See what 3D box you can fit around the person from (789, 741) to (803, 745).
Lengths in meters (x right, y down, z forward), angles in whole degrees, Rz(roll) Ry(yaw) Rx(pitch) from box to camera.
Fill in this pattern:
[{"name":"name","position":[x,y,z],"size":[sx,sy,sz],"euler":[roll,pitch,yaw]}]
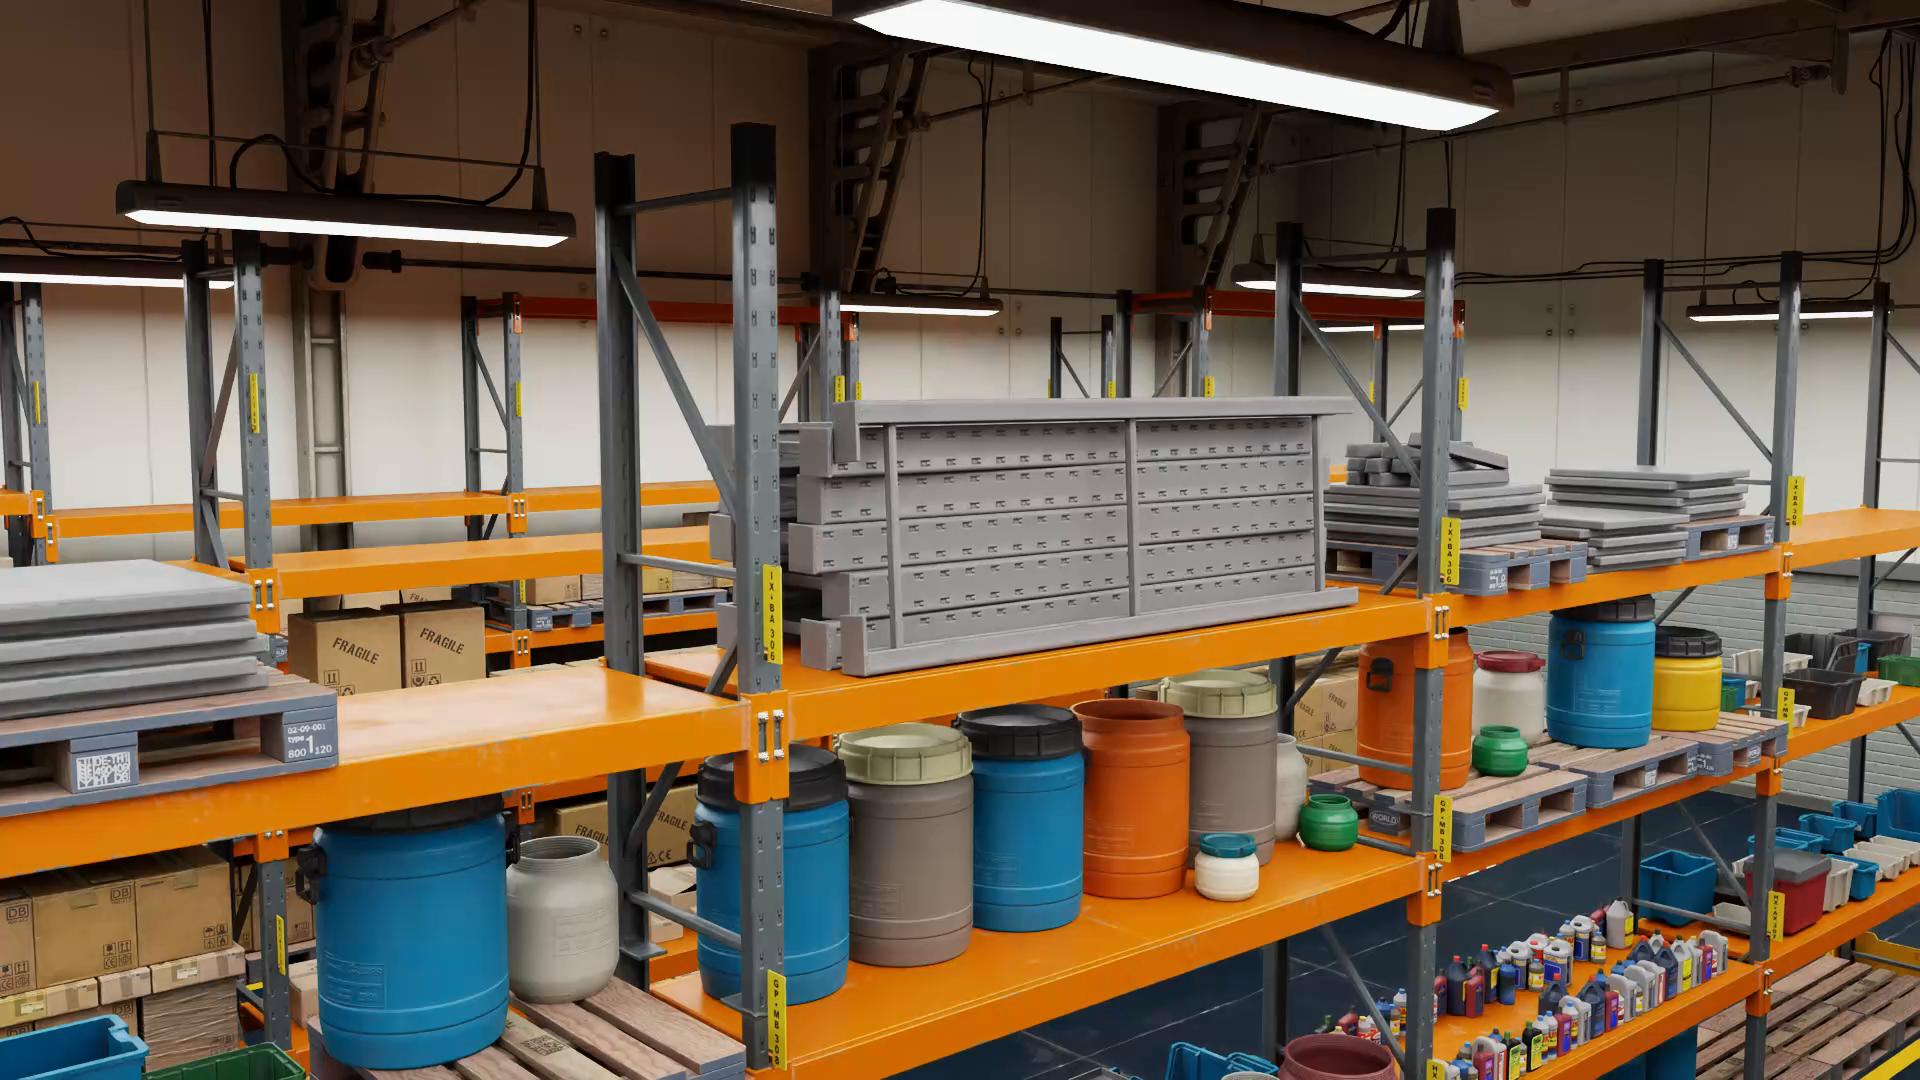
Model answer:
[{"name":"person","position":[-1.544,2.735,15.732],"size":[0.683,1.763,0.872],"euler":[5,7,42]}]
